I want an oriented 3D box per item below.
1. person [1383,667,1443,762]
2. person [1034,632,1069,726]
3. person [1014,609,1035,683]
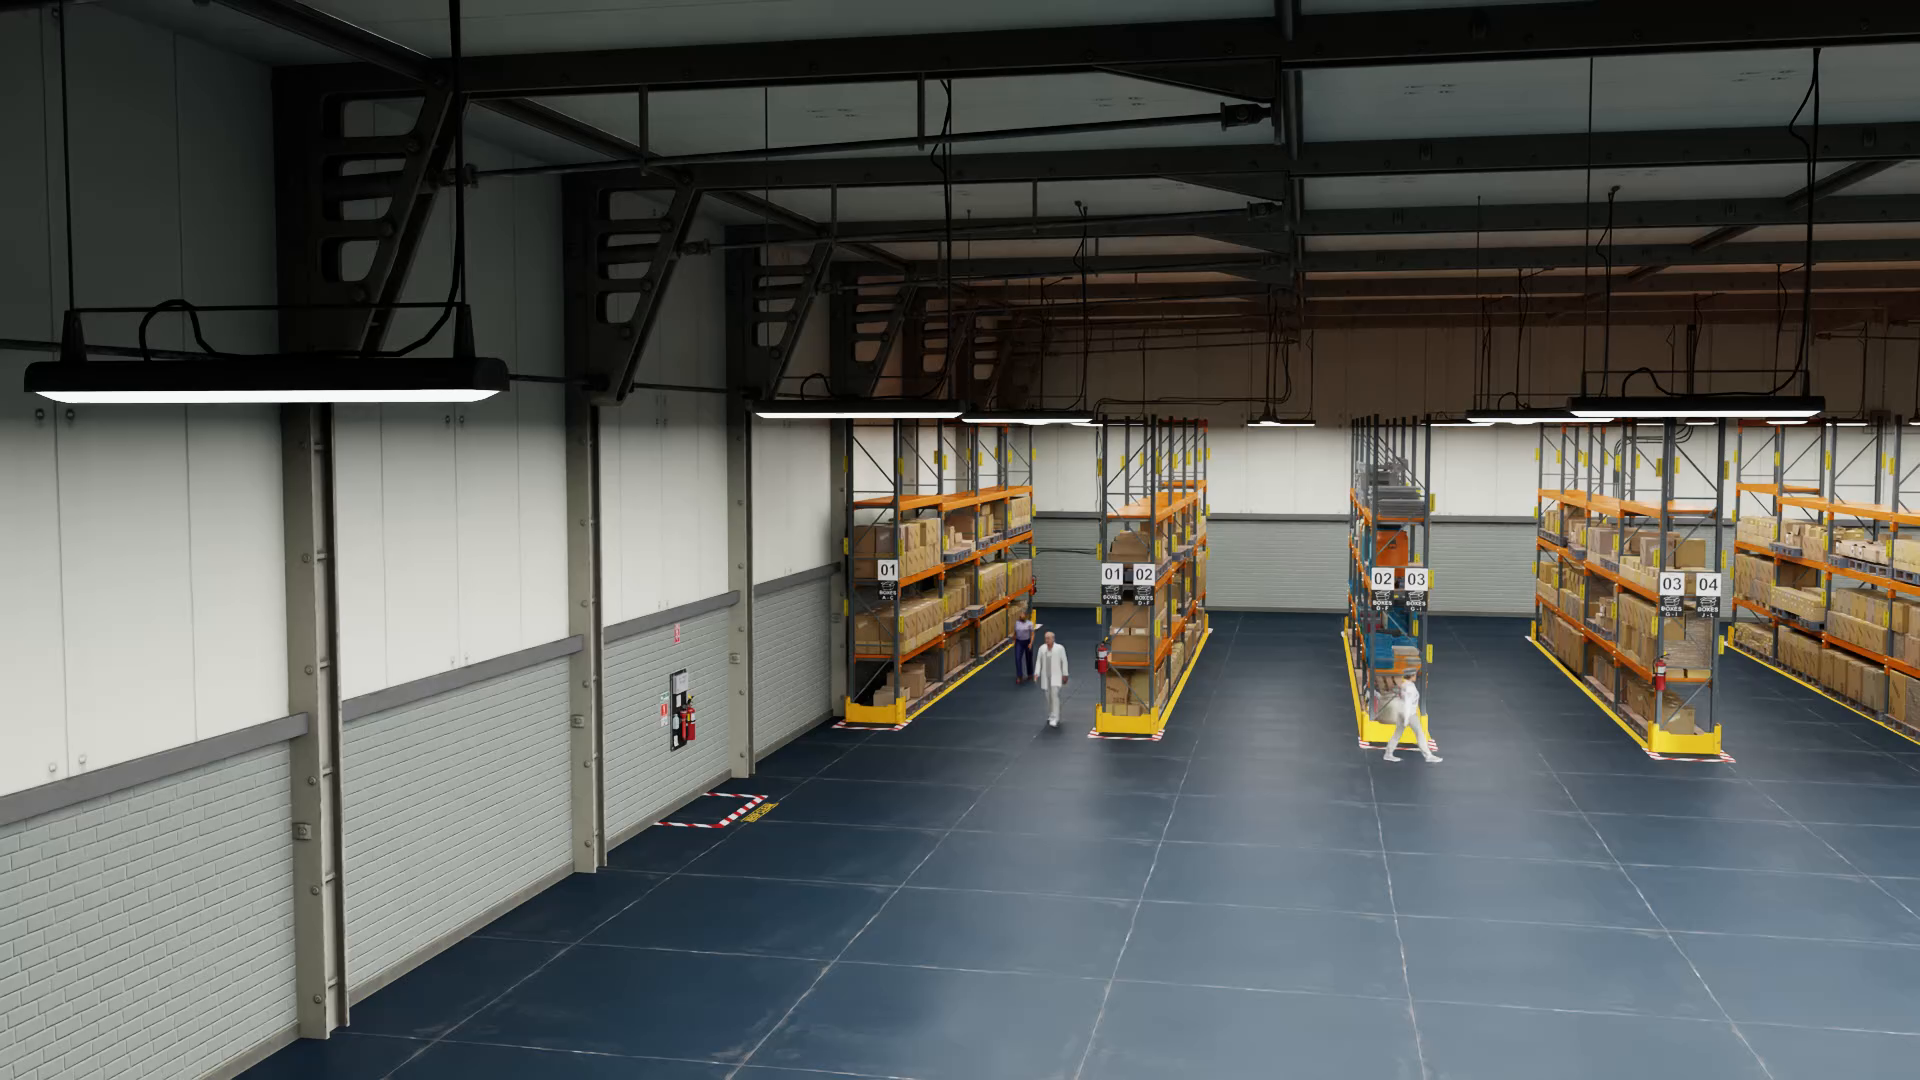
[{"bbox_3d":[7.751,2.991,28.494,0.923,1.617,0.561,0,4,-5],"label":"person"},{"bbox_3d":[1.719,2.681,32.355,0.616,1.778,0.845,2,4,28],"label":"person"},{"bbox_3d":[1.445,2.388,37.732,0.510,1.616,0.886,1,4,13],"label":"person"}]
